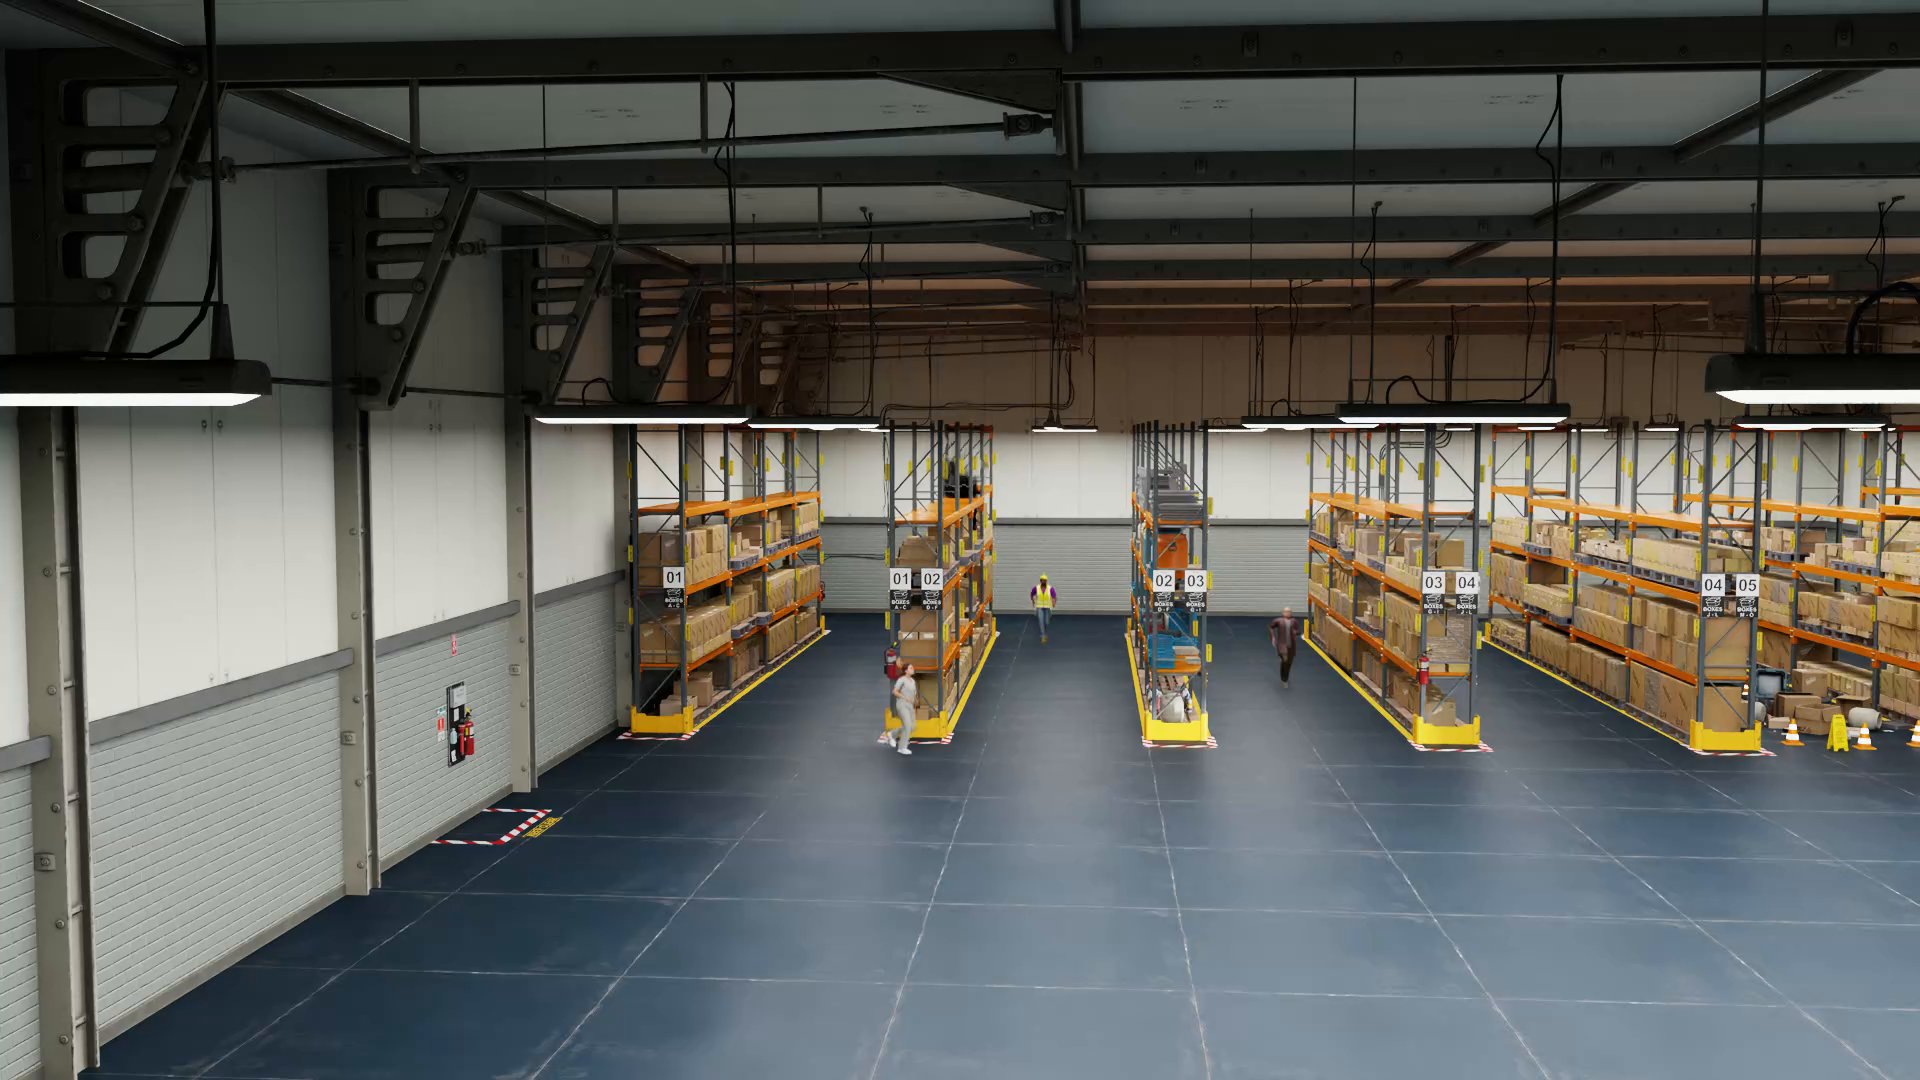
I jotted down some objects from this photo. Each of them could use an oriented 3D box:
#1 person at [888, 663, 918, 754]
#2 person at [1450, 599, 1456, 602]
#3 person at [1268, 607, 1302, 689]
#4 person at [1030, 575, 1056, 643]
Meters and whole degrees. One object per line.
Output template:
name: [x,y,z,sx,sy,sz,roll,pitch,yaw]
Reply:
person: [-1.007,3.022,30.079,0.619,1.621,0.595,3,4,36]
person: [13.867,1.909,46.813,0.793,1.705,0.722,-2,4,-28]
person: [7.412,2.441,37.805,0.672,1.847,0.855,-1,4,-10]
person: [2.195,1.796,43.875,0.701,1.758,0.780,0,4,1]
